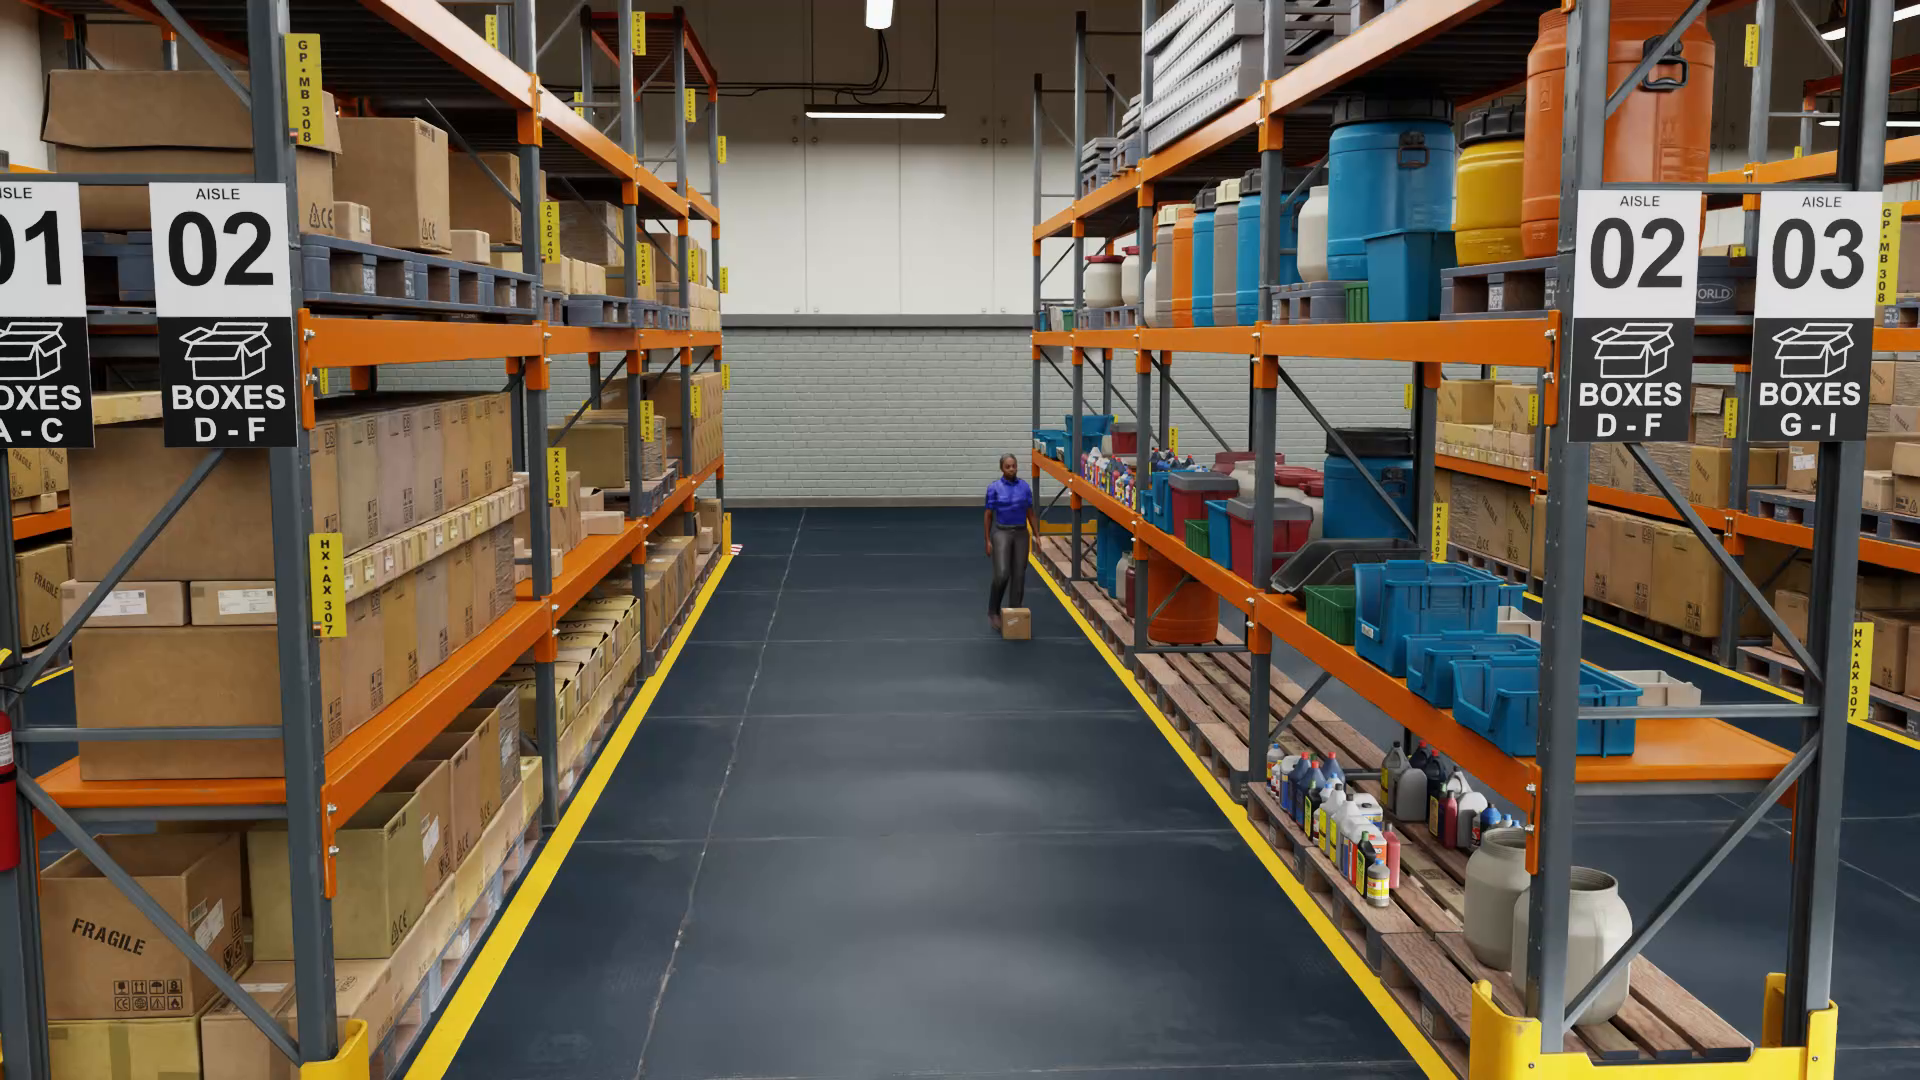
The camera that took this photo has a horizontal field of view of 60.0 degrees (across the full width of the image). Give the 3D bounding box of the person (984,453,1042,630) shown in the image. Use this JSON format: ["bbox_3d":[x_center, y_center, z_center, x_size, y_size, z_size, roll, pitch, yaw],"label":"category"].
[{"bbox_3d":[0.511,0.022,15.651,0.509,1.686,0.396,-2,7,-19],"label":"person"}]
